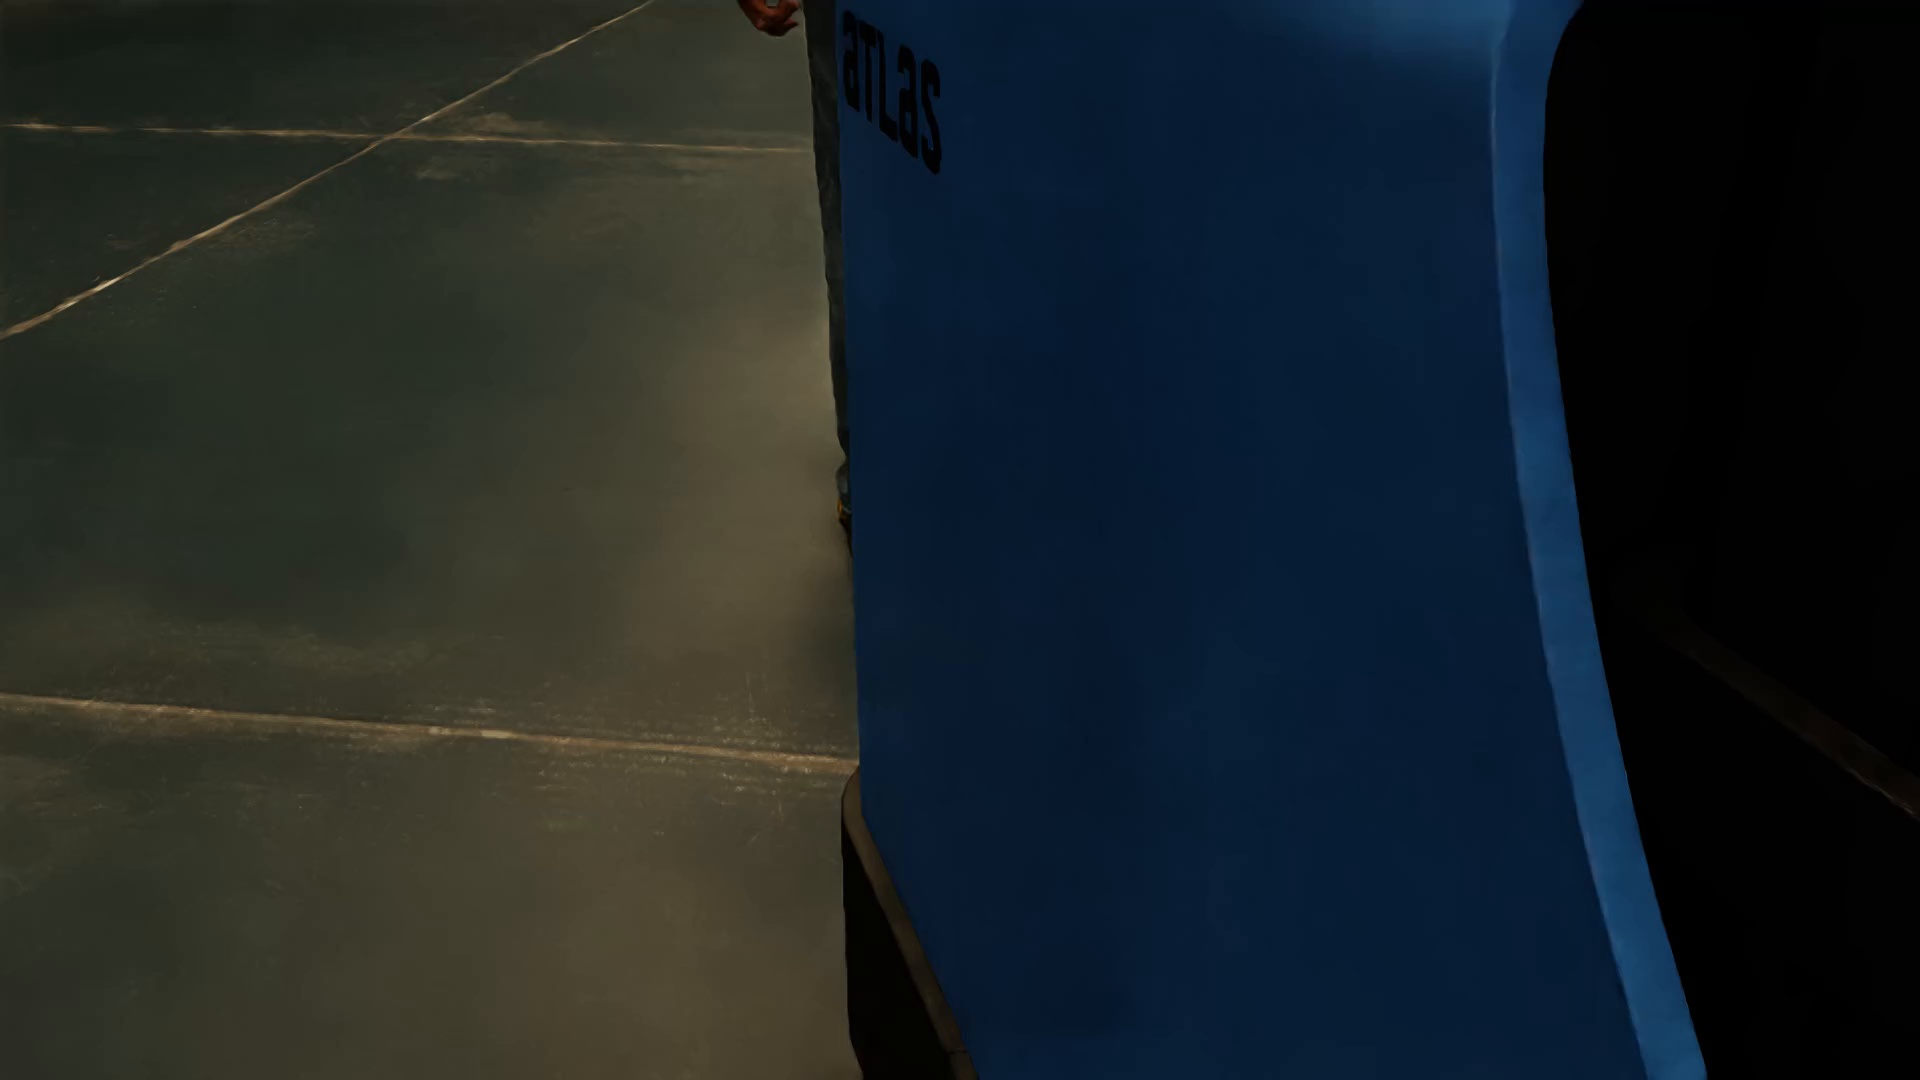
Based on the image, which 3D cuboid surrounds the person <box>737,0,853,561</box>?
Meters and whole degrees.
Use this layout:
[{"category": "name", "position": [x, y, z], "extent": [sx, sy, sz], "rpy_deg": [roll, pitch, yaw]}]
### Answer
[{"category": "person", "position": [-0.017, -0.800, 2.126], "extent": [0.568, 1.767, 0.412], "rpy_deg": [-8, 28, -16]}]
